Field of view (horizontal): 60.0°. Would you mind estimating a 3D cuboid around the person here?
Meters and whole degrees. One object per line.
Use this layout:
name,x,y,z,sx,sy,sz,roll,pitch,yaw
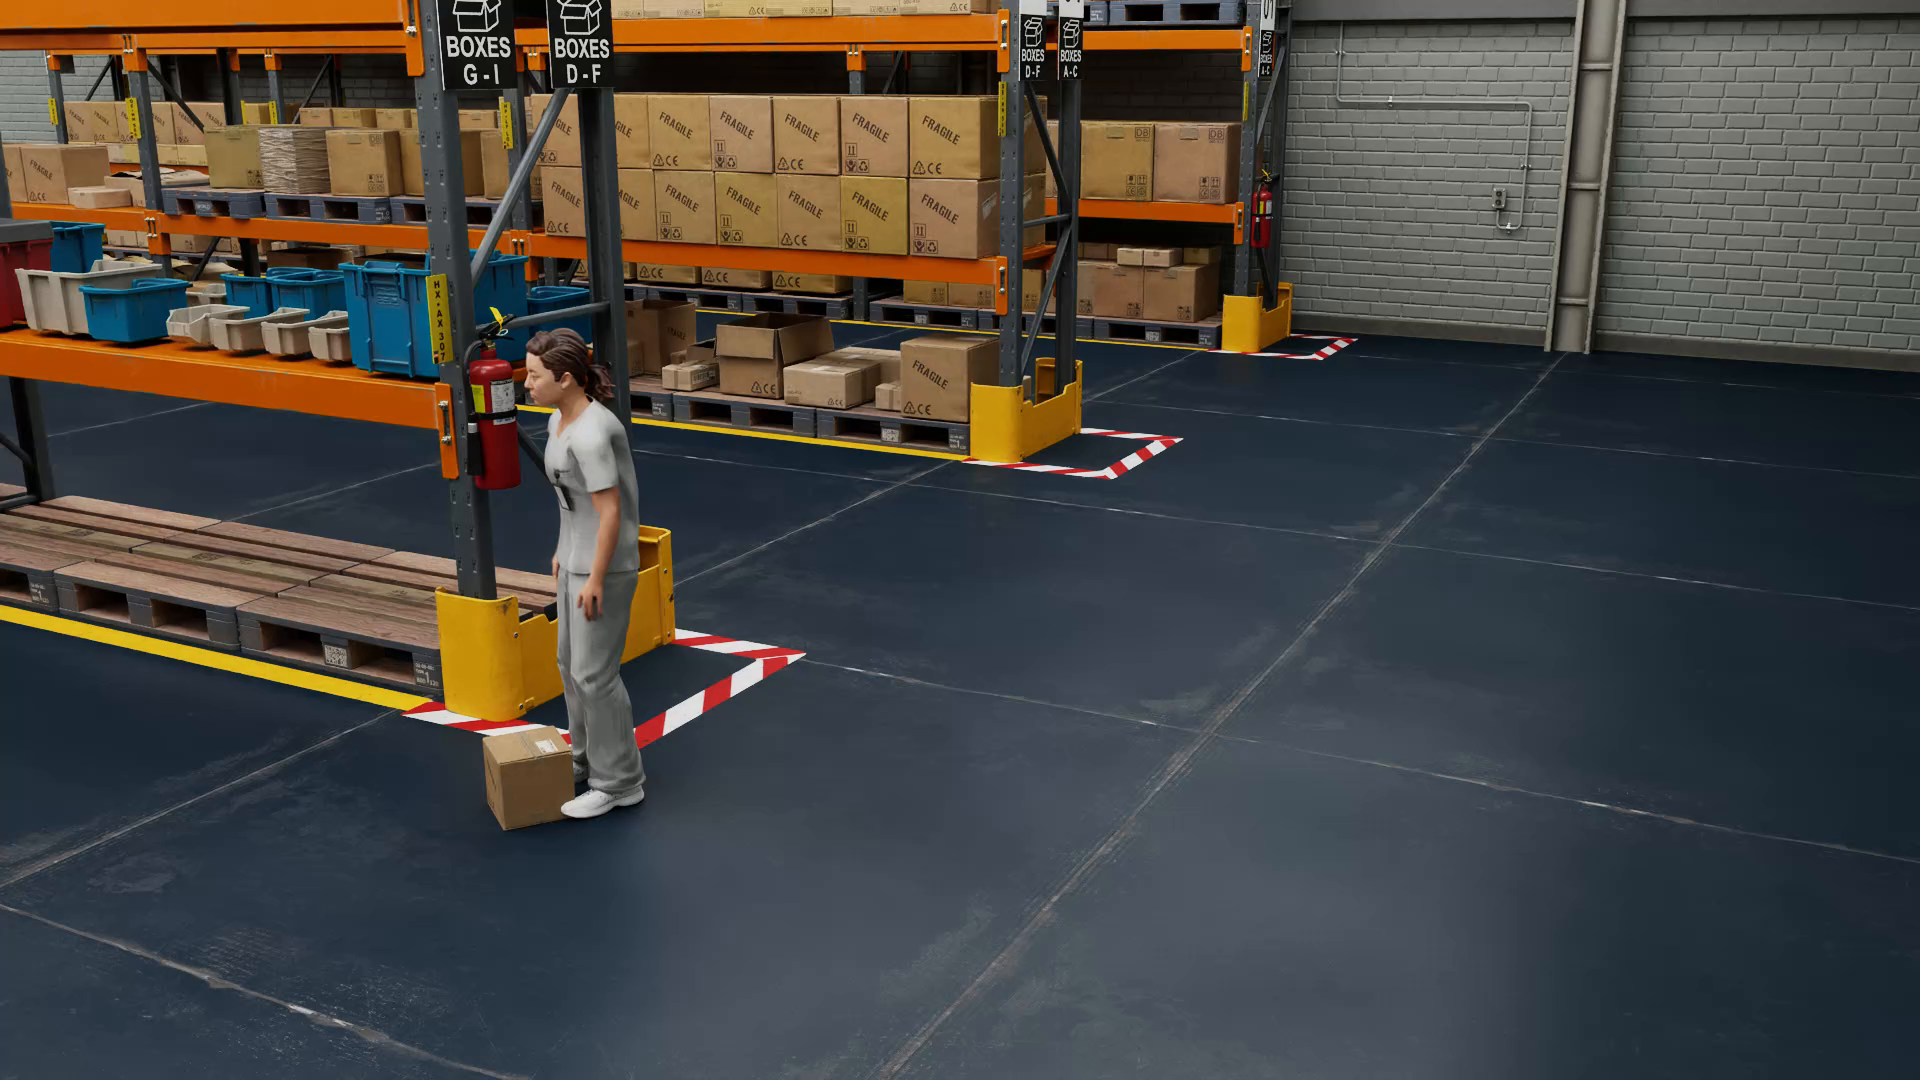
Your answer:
person,-1.272,0.103,5.668,0.354,1.673,0.490,-8,18,-25
